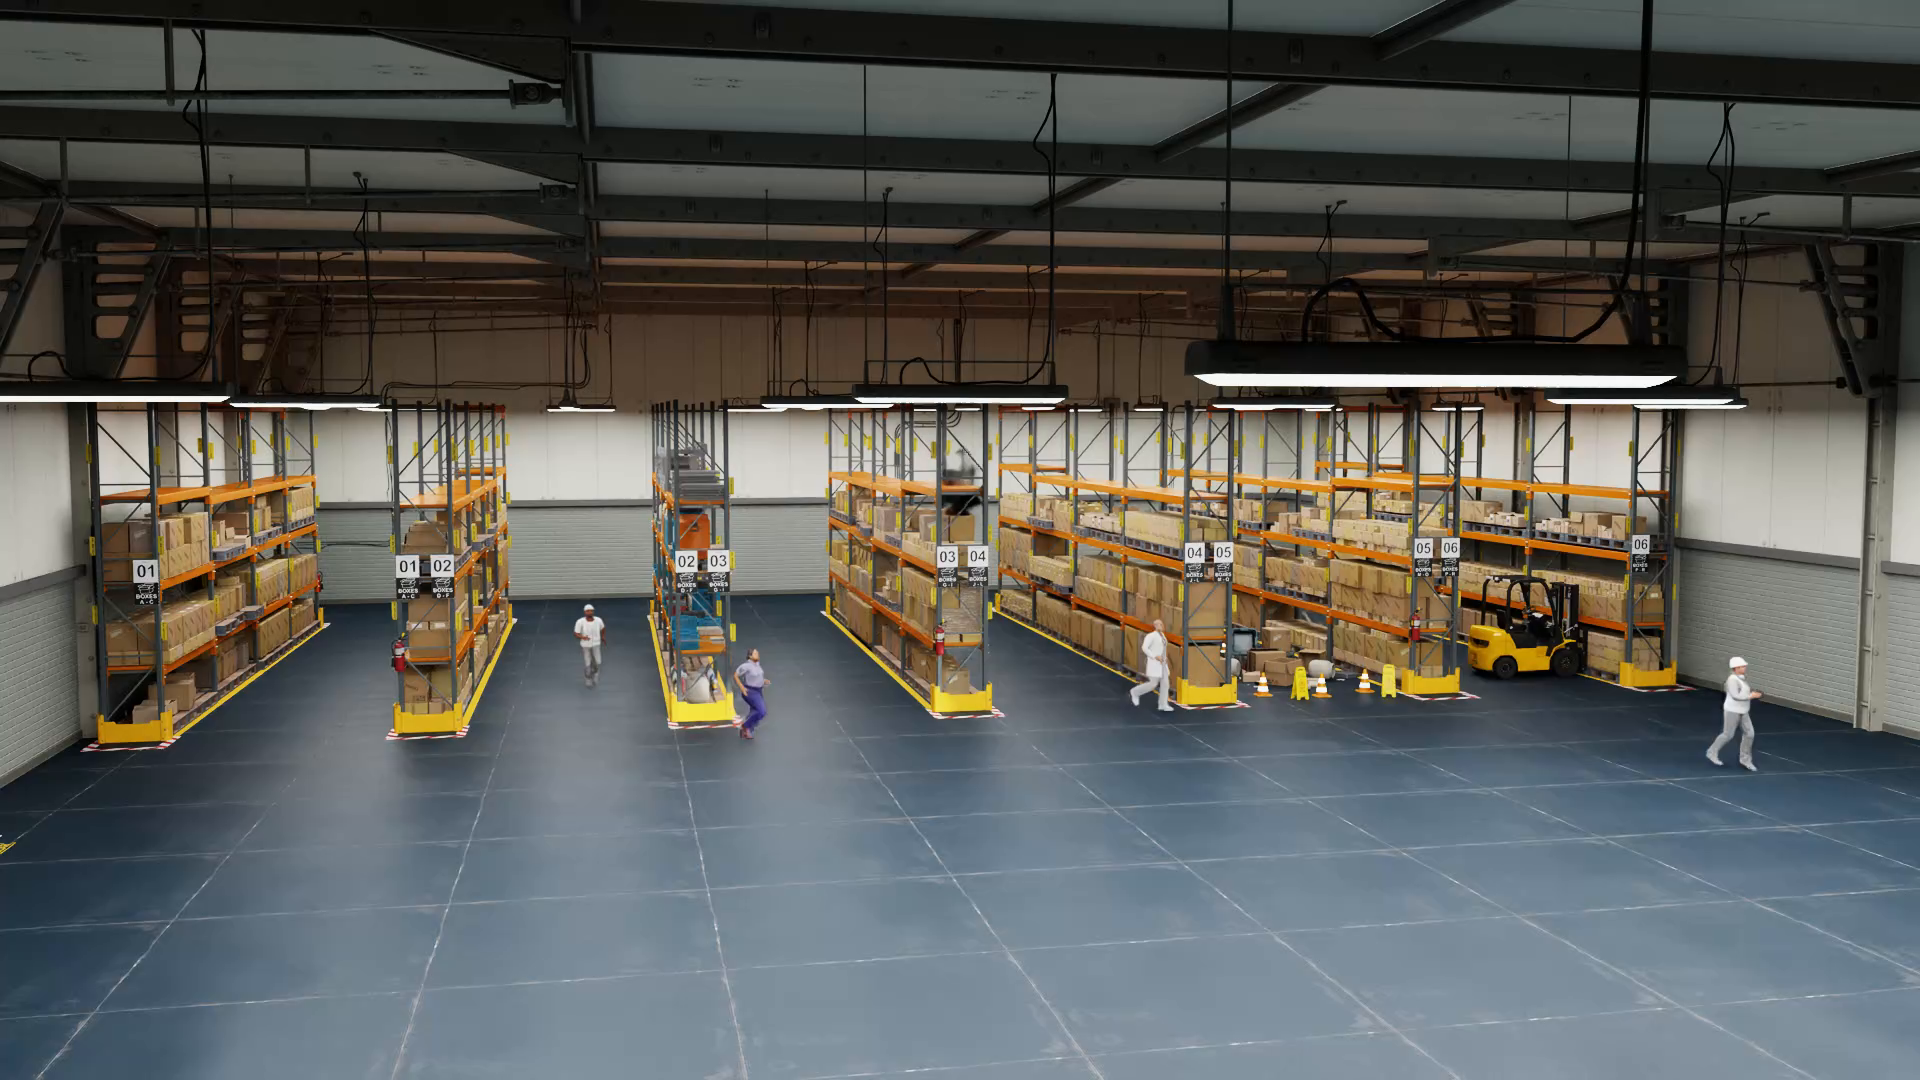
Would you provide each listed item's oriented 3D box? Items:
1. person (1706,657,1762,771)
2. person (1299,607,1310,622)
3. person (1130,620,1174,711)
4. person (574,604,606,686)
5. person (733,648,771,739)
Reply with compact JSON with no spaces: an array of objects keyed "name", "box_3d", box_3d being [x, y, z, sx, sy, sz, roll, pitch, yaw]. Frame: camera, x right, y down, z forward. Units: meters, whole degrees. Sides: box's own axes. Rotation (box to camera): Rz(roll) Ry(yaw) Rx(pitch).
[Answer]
[{"name":"person","box_3d":[12.532,2.810,26.898,0.808,1.845,0.645,4,6,43]},{"name":"person","box_3d":[9.147,1.597,44.118,0.542,1.565,0.886,-1,4,-13]},{"name":"person","box_3d":[3.829,2.421,32.325,0.950,1.748,0.780,3,5,36]},{"name":"person","box_3d":[-7.746,2.217,34.932,0.686,1.725,0.617,-2,5,-23]},{"name":"person","box_3d":[-3.618,2.705,29.257,0.604,1.610,0.591,2,5,20]}]
